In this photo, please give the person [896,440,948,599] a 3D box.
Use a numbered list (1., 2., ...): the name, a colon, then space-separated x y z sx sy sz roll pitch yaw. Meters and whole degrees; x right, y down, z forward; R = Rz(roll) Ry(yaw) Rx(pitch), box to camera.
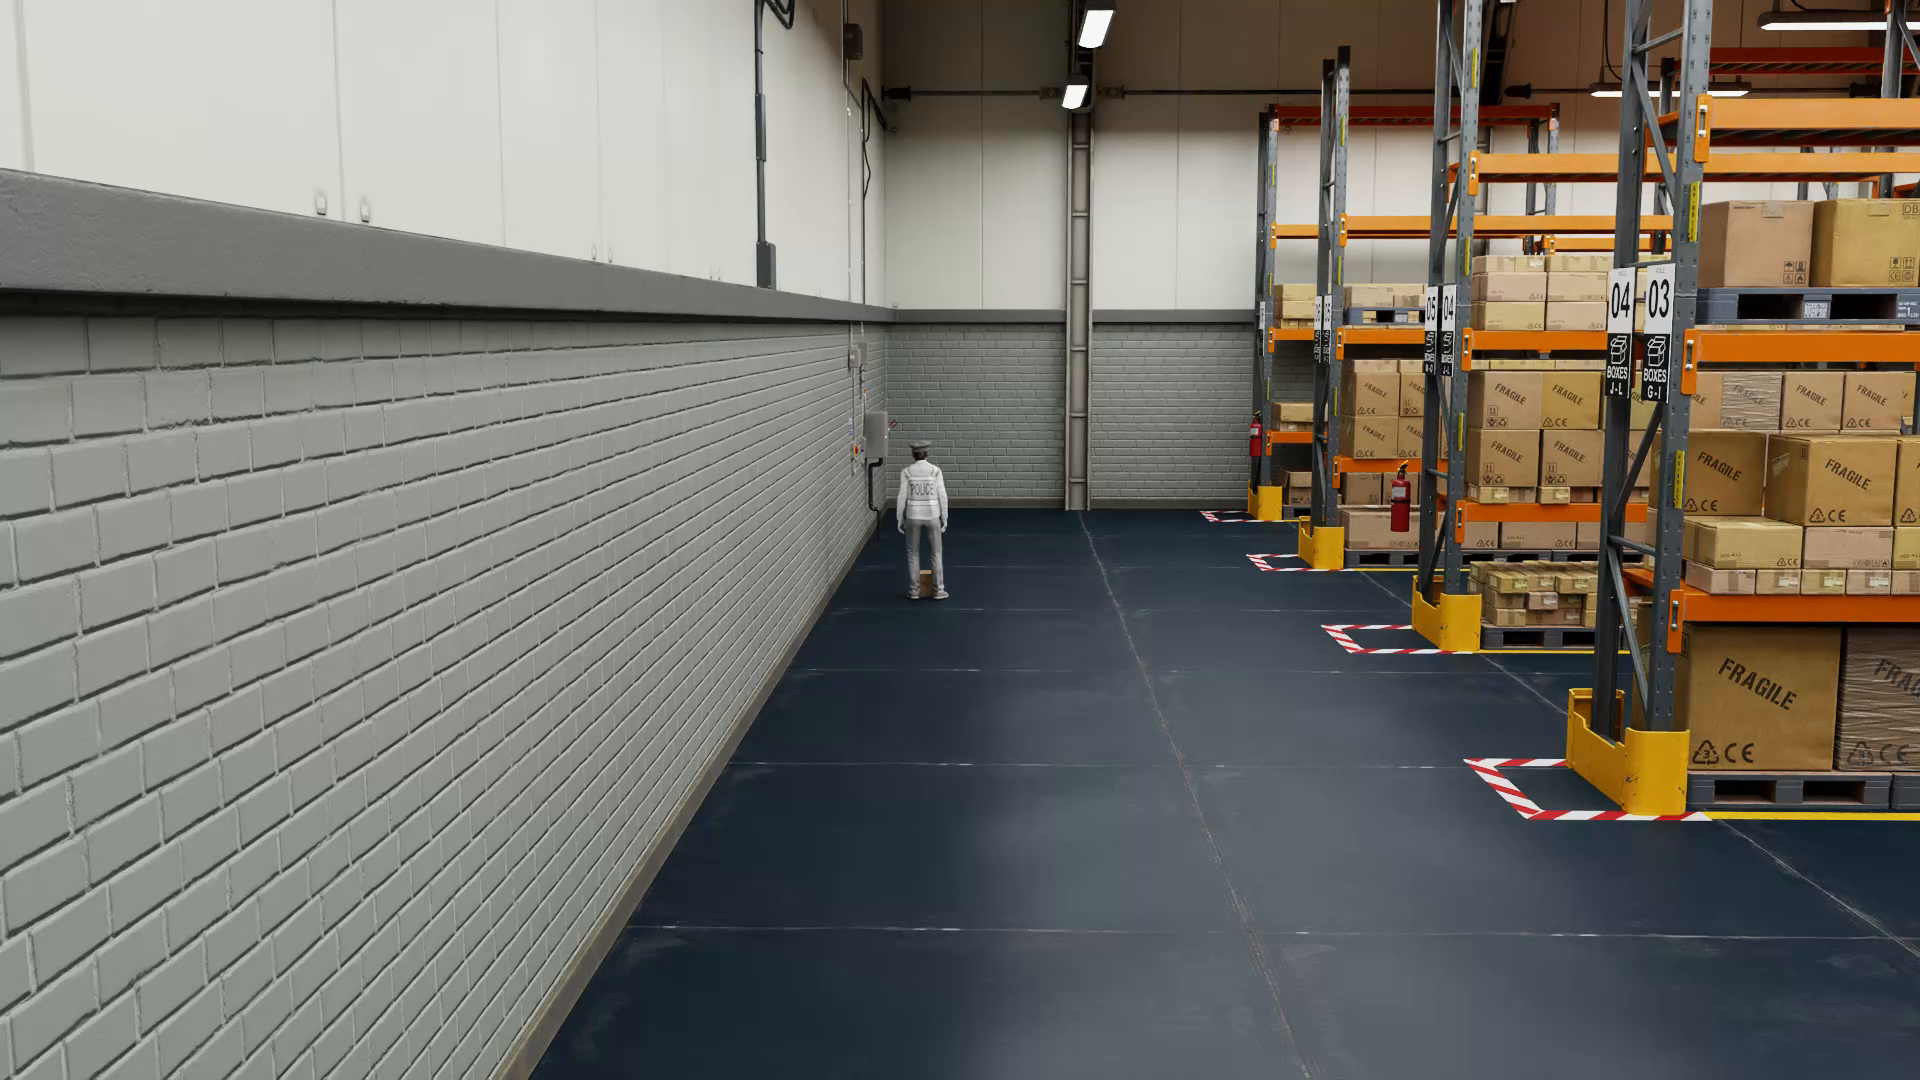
1. person: -0.391 -0.206 17.365 0.547 1.663 0.376 0 7 -2
